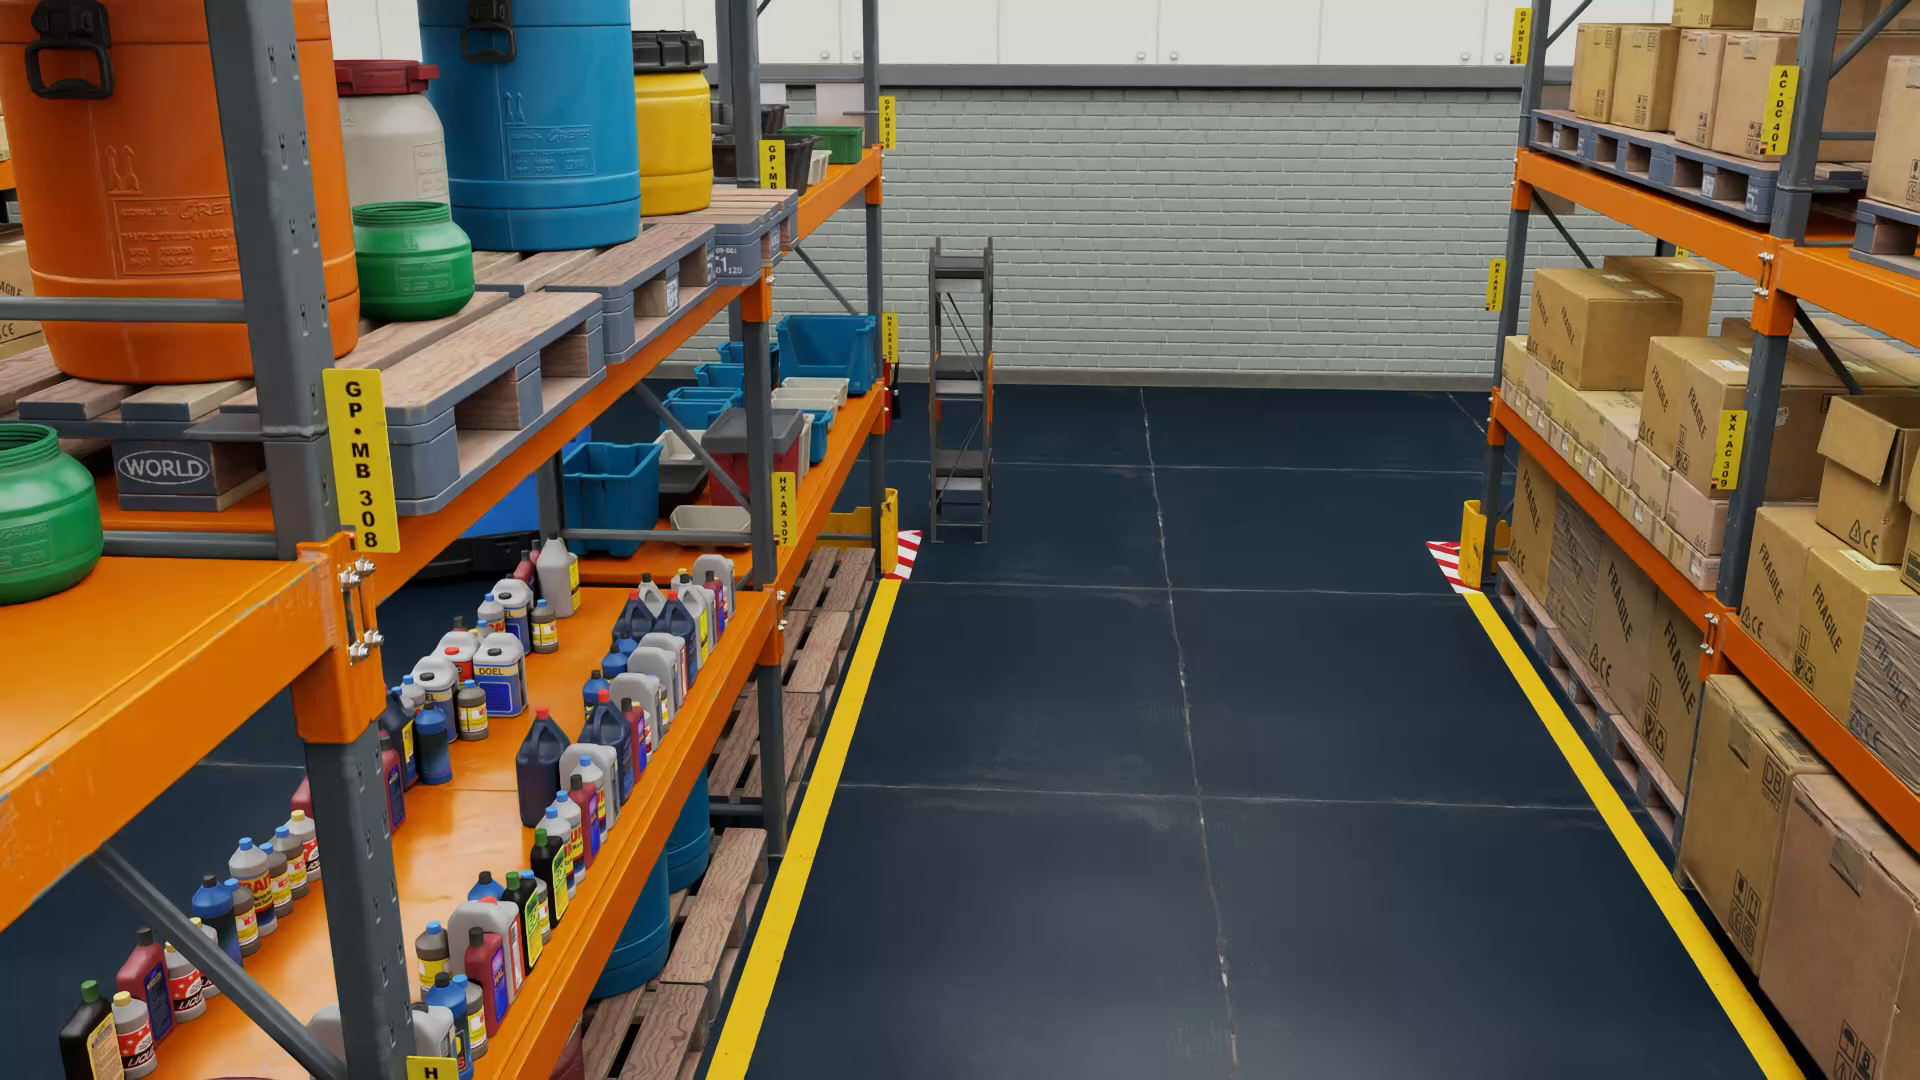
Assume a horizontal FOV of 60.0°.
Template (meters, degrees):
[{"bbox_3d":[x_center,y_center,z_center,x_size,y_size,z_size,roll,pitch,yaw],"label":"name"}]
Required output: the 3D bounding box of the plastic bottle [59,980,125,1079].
[{"bbox_3d":[-1.977,1.152,3.779,0.061,0.283,0.133,1,18,4],"label":"plastic bottle"}]

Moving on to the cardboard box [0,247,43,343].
[{"bbox_3d":[-5.773,-1.425,9.689,0.500,0.500,0.500,2,18,5],"label":"cardboard box"}]

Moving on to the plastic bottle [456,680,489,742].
[{"bbox_3d":[-1.664,0.575,5.669,0.097,0.201,0.097,0,18,0],"label":"plastic bottle"}]

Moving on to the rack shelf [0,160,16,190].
[{"bbox_3d":[-6.091,-1.827,9.021,1.077,0.370,4.000,1,18,4],"label":"rack shelf"}]

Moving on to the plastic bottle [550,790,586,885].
[{"bbox_3d":[-1.125,0.843,4.740,0.097,0.271,0.097,0,18,0],"label":"plastic bottle"}]

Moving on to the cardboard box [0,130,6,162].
[{"bbox_3d":[-5.791,-2.243,9.375,0.500,0.250,0.500,1,18,4],"label":"cardboard box"}]

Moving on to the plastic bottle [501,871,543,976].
[{"bbox_3d":[-1.139,0.975,4.317,0.061,0.283,0.133,1,18,4],"label":"plastic bottle"}]

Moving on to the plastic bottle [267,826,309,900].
[{"bbox_3d":[-1.892,0.902,4.672,0.097,0.201,0.097,0,18,0],"label":"plastic bottle"}]

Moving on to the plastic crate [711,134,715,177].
[{"bbox_3d":[-1.474,-1.941,8.402,0.437,0.282,0.530,1,18,4],"label":"plastic crate"}]

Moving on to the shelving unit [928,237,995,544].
[{"bbox_3d":[0.012,-1.049,11.753,0.431,2.100,0.503,1,18,4],"label":"shelving unit"}]

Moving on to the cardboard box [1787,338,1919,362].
[{"bbox_3d":[3.979,-0.623,7.565,0.500,0.500,0.500,1,18,4],"label":"cardboard box"}]

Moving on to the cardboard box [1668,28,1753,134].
[{"bbox_3d":[3.865,-2.191,7.979,0.700,0.500,0.500,2,18,6],"label":"cardboard box"}]

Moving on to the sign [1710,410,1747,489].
[{"bbox_3d":[3.093,-0.361,6.691,0.100,0.325,0.005,1,18,4],"label":"sign"}]

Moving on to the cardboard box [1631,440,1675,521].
[{"bbox_3d":[3.451,-0.274,7.706,0.500,0.250,0.500,2,18,6],"label":"cardboard box"}]

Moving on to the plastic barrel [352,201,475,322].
[{"bbox_3d":[-1.275,-0.644,3.828,0.294,0.245,0.294,0,18,0],"label":"plastic barrel"}]

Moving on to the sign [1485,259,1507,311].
[{"bbox_3d":[3.380,-1.606,10.490,0.100,0.325,0.005,1,18,4],"label":"sign"}]

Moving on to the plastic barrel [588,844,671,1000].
[{"bbox_3d":[-1.400,1.175,6.215,0.600,0.901,0.708,1,18,4],"label":"plastic barrel"}]

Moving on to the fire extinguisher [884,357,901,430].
[{"bbox_3d":[-0.543,-1.076,11.113,0.296,0.674,0.183,1,18,4],"label":"fire extinguisher"}]

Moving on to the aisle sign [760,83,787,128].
[{"bbox_3d":[-1.298,-2.518,10.614,0.394,0.787,0.004,1,18,4],"label":"aisle sign"}]

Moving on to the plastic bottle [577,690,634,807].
[{"bbox_3d":[-1.112,0.647,5.209,0.144,0.351,0.185,1,18,4],"label":"plastic bottle"}]

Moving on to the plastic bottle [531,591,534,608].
[{"bbox_3d":[-1.745,0.265,6.615,0.097,0.201,0.097,0,18,0],"label":"plastic bottle"}]

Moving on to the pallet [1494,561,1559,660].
[{"bbox_3d":[3.954,0.433,10.264,1.003,0.211,1.213,1,18,4],"label":"pallet"}]

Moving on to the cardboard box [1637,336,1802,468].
[{"bbox_3d":[3.453,-0.631,7.591,0.500,0.500,0.500,1,18,4],"label":"cardboard box"}]

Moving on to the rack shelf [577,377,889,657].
[{"bbox_3d":[-1.150,-0.290,9.147,1.077,0.370,4.000,1,18,4],"label":"rack shelf"}]

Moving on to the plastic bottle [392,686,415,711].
[{"bbox_3d":[-1.832,0.611,5.449,0.097,0.271,0.097,0,18,0],"label":"plastic bottle"}]

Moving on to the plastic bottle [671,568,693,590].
[{"bbox_3d":[-1.125,0.216,6.765,0.097,0.201,0.097,0,18,0],"label":"plastic bottle"}]

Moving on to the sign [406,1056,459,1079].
[{"bbox_3d":[-1.031,1.164,3.292,0.100,0.325,0.005,1,18,4],"label":"sign"}]

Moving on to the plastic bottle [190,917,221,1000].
[{"bbox_3d":[-1.927,1.053,4.210,0.097,0.201,0.097,0,18,0],"label":"plastic bottle"}]

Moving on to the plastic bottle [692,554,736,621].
[{"bbox_3d":[-0.999,0.178,6.763,0.152,0.276,0.135,1,18,4],"label":"plastic bottle"}]

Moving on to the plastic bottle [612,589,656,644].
[{"bbox_3d":[-1.190,0.359,6.088,0.144,0.351,0.185,1,18,4],"label":"plastic bottle"}]

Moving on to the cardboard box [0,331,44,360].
[{"bbox_3d":[-5.783,-0.951,9.848,0.500,0.500,0.500,1,18,4],"label":"cardboard box"}]

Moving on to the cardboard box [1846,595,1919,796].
[{"bbox_3d":[3.293,0.501,5.416,0.500,0.500,0.500,1,18,3],"label":"cardboard box"}]

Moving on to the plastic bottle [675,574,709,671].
[{"bbox_3d":[-1.033,0.305,6.253,0.144,0.351,0.185,1,18,4],"label":"plastic bottle"}]

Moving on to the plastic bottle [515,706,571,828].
[{"bbox_3d":[-1.273,0.686,5.092,0.144,0.351,0.185,1,18,4],"label":"plastic bottle"}]

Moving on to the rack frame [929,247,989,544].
[{"bbox_3d":[-0.006,-0.973,11.522,0.400,2.100,0.015,1,18,4],"label":"rack frame"}]

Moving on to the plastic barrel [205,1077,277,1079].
[{"bbox_3d":[-1.311,1.318,2.866,0.600,0.536,0.708,1,18,4],"label":"plastic barrel"}]

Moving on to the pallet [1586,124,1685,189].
[{"bbox_3d":[3.806,-1.915,8.277,1.003,0.211,1.213,1,18,4],"label":"pallet"}]

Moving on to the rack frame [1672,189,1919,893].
[{"bbox_3d":[3.647,0.100,6.802,1.000,3.000,0.127,1,18,4],"label":"rack frame"}]

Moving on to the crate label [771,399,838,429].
[{"bbox_3d":[-0.915,-0.722,9.638,0.396,0.136,0.243,1,18,4],"label":"crate label"}]

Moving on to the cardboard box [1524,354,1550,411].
[{"bbox_3d":[3.599,-0.908,9.640,0.500,0.250,0.500,1,18,3],"label":"cardboard box"}]

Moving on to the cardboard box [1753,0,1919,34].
[{"bbox_3d":[3.721,-2.269,7.012,0.500,0.250,0.500,0,18,0],"label":"cardboard box"}]

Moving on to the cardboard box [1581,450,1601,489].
[{"bbox_3d":[3.453,-0.361,8.612,0.380,0.149,0.250,2,18,5],"label":"cardboard box"}]

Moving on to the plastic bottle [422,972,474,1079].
[{"bbox_3d":[-1.191,1.130,3.864,0.097,0.271,0.097,0,18,0],"label":"plastic bottle"}]

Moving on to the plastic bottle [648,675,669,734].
[{"bbox_3d":[-1.052,0.562,5.711,0.097,0.201,0.097,0,18,0],"label":"plastic bottle"}]

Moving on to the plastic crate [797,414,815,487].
[{"bbox_3d":[-1.000,-0.453,8.583,0.437,0.282,0.530,1,18,4],"label":"plastic crate"}]

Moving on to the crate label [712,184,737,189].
[{"bbox_3d":[-0.970,-1.457,7.157,0.293,0.136,0.466,1,18,4],"label":"crate label"}]

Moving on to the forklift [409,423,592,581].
[{"bbox_3d":[-4.030,-1.192,10.853,3.031,2.935,1.130,-7,19,-20],"label":"forklift"}]

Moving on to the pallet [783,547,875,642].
[{"bbox_3d":[-1.105,0.327,10.586,1.003,0.211,1.213,1,18,4],"label":"pallet"}]

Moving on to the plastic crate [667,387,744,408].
[{"bbox_3d":[-1.447,-0.724,9.488,0.416,0.233,0.300,1,18,4],"label":"plastic crate"}]

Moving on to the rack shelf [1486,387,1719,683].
[{"bbox_3d":[3.790,-0.180,8.810,1.077,0.370,4.000,1,18,4],"label":"rack shelf"}]

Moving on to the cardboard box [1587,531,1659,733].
[{"bbox_3d":[3.838,0.427,8.540,0.875,0.875,0.875,1,18,4],"label":"cardboard box"}]

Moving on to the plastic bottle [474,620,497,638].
[{"bbox_3d":[-1.776,0.398,6.210,0.097,0.201,0.097,0,18,0],"label":"plastic bottle"}]

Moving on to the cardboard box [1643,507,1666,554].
[{"bbox_3d":[3.379,-0.043,7.640,0.380,0.149,0.250,1,18,3],"label":"cardboard box"}]

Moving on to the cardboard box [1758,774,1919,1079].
[{"bbox_3d":[3.558,1.386,5.612,1.225,0.875,0.875,1,18,2],"label":"cardboard box"}]

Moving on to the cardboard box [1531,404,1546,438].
[{"bbox_3d":[3.526,-0.680,9.585,0.380,0.149,0.250,1,18,3],"label":"cardboard box"}]

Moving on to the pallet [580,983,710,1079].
[{"bbox_3d":[-1.475,1.933,5.685,1.003,0.211,1.213,1,18,4],"label":"pallet"}]

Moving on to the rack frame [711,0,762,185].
[{"bbox_3d":[-1.294,-2.862,6.205,1.000,3.000,0.127,1,18,4],"label":"rack frame"}]
